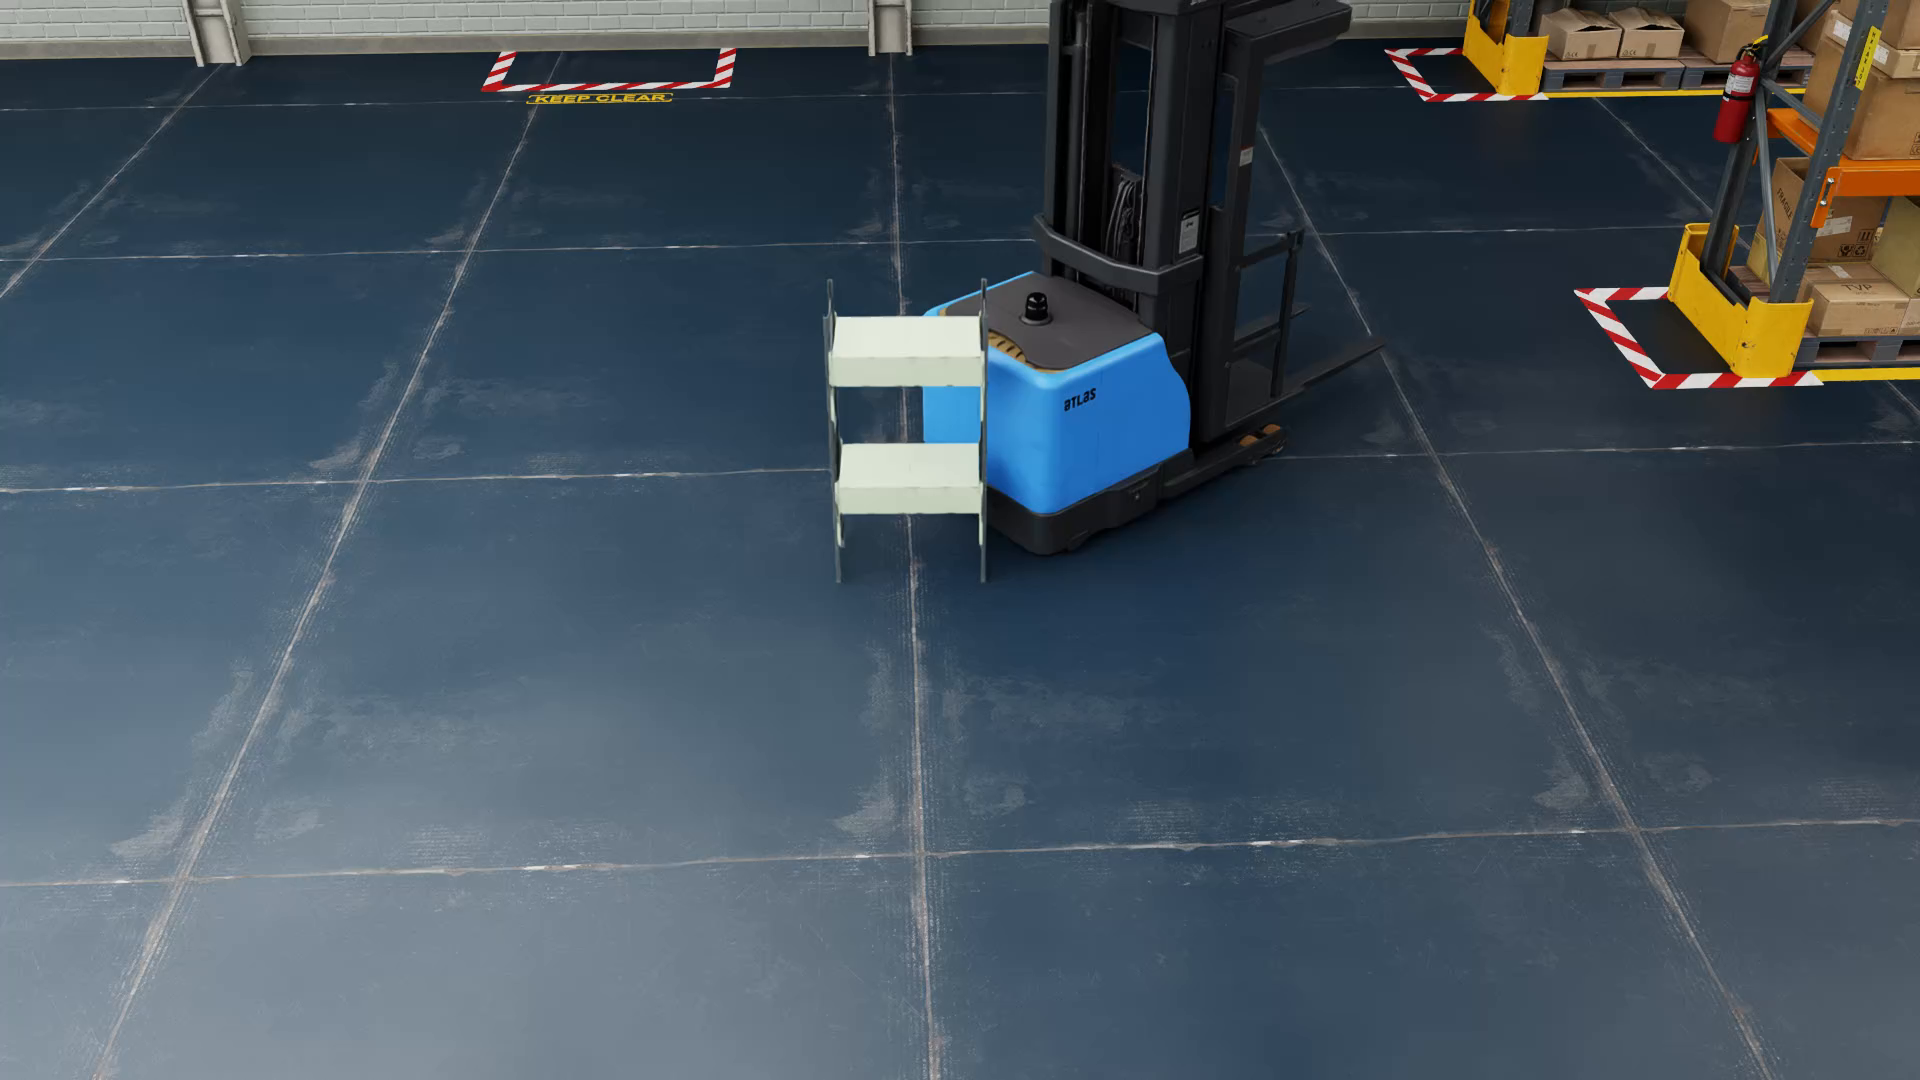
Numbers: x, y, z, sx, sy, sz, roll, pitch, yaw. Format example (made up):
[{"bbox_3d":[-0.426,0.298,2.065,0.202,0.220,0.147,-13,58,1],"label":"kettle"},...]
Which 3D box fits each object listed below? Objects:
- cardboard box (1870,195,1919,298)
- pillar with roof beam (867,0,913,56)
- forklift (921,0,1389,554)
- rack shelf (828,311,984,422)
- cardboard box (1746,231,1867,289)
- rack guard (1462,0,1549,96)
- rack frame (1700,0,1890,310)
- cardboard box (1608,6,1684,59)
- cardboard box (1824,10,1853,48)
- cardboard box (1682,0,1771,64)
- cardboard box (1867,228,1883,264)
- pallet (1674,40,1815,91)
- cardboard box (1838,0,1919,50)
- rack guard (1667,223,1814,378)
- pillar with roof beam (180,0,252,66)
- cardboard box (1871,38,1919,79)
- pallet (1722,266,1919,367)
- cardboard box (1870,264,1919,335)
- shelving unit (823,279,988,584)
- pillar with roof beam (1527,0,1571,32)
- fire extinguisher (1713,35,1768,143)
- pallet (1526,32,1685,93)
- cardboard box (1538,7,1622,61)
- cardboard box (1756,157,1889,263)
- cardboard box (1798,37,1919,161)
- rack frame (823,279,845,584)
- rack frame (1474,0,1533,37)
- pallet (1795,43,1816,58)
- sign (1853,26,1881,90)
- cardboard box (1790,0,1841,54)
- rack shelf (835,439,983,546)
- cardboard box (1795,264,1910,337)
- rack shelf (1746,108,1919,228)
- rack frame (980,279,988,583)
[{"bbox_3d":[5.983,-1.812,10.121,0.500,0.500,0.500,-2,35,-2],"label":"cardboard box"},{"bbox_3d":[-0.432,-5.744,9.142,0.400,9.000,9.100,-2,35,-2],"label":"pillar with roof beam"},{"bbox_3d":[1.239,-1.830,8.819,3.031,2.935,1.130,-26,42,-32],"label":"forklift"},{"bbox_3d":[-0.250,-0.832,7.949,0.720,0.370,0.431,0,35,0],"label":"rack shelf"},{"bbox_3d":[5.459,-1.784,10.739,0.500,0.250,0.500,-2,35,-2],"label":"cardboard box"},{"bbox_3d":[4.775,-4.349,14.595,0.348,0.500,1.175,-2,35,-2],"label":"rack guard"},{"bbox_3d":[4.937,-2.559,9.812,0.127,3.000,1.000,-2,35,-2],"label":"rack frame"},{"bbox_3d":[5.964,-4.433,14.496,0.500,0.311,0.500,1,35,2],"label":"cardboard box"},{"bbox_3d":[5.310,-2.986,9.771,0.250,0.149,0.380,-2,35,-3],"label":"cardboard box"},{"bbox_3d":[6.699,-4.502,14.430,0.500,0.500,0.700,-4,35,-5],"label":"cardboard box"},{"bbox_3d":[5.958,-1.804,10.768,0.500,0.250,0.500,-2,35,-2],"label":"cardboard box"},{"bbox_3d":[6.804,-4.263,14.725,1.213,0.211,1.003,-2,35,-2],"label":"pallet"},{"bbox_3d":[5.457,-3.141,9.424,0.500,0.500,0.700,-1,35,-2],"label":"cardboard box"},{"bbox_3d":[4.913,-1.531,10.523,0.348,0.500,1.175,-2,35,-2],"label":"rack guard"},{"bbox_3d":[-6.426,-5.582,8.908,0.400,9.000,9.100,-2,35,-2],"label":"pillar with roof beam"},{"bbox_3d":[5.339,-2.755,9.438,0.250,0.149,0.380,-2,35,-3],"label":"cardboard box"},{"bbox_3d":[5.699,-1.457,10.670,1.213,0.211,1.003,-2,35,-2],"label":"pallet"},{"bbox_3d":[5.983,-1.505,10.336,0.500,0.250,0.500,-2,35,-2],"label":"cardboard box"},{"bbox_3d":[-0.250,-0.511,8.171,0.755,1.500,0.431,0,35,0],"label":"shelving unit"},{"bbox_3d":[5.561,-5.905,9.375,0.400,9.000,9.100,-2,35,-2],"label":"pillar with roof beam"},{"bbox_3d":[4.797,-2.788,10.211,0.183,0.674,0.296,-2,35,-2],"label":"fire extinguisher"},{"bbox_3d":[5.588,-4.232,14.680,1.213,0.211,1.003,-2,35,-2],"label":"pallet"},{"bbox_3d":[5.394,-4.418,14.474,0.500,0.311,0.500,-5,35,-8],"label":"cardboard box"},{"bbox_3d":[5.459,-2.093,10.527,0.500,0.500,0.500,-2,35,-2],"label":"cardboard box"},{"bbox_3d":[5.404,-2.606,9.791,0.500,0.500,0.700,-2,35,-2],"label":"cardboard box"},{"bbox_3d":[-0.616,-0.509,8.168,0.023,1.500,0.400,0,35,0],"label":"rack frame"},{"bbox_3d":[4.699,-5.375,13.881,0.127,3.000,1.000,-2,35,-2],"label":"rack frame"},{"bbox_3d":[8.025,-4.298,14.775,1.213,0.211,1.003,-2,35,-2],"label":"pallet"},{"bbox_3d":[4.957,-2.632,9.087,0.005,0.325,0.100,-2,35,-2],"label":"sign"},{"bbox_3d":[7.660,-4.585,14.550,0.500,0.500,0.500,-4,35,-6],"label":"cardboard box"},{"bbox_3d":[-0.250,-0.243,8.356,0.720,0.370,0.431,0,35,0],"label":"rack shelf"},{"bbox_3d":[5.483,-1.489,10.313,0.500,0.250,0.500,-2,35,-2],"label":"cardboard box"},{"bbox_3d":[6.935,-2.317,10.095,4.000,0.370,1.077,-2,35,-2],"label":"rack shelf"},{"bbox_3d":[0.116,-0.513,8.173,0.023,1.500,0.400,0,35,0],"label":"rack frame"}]
